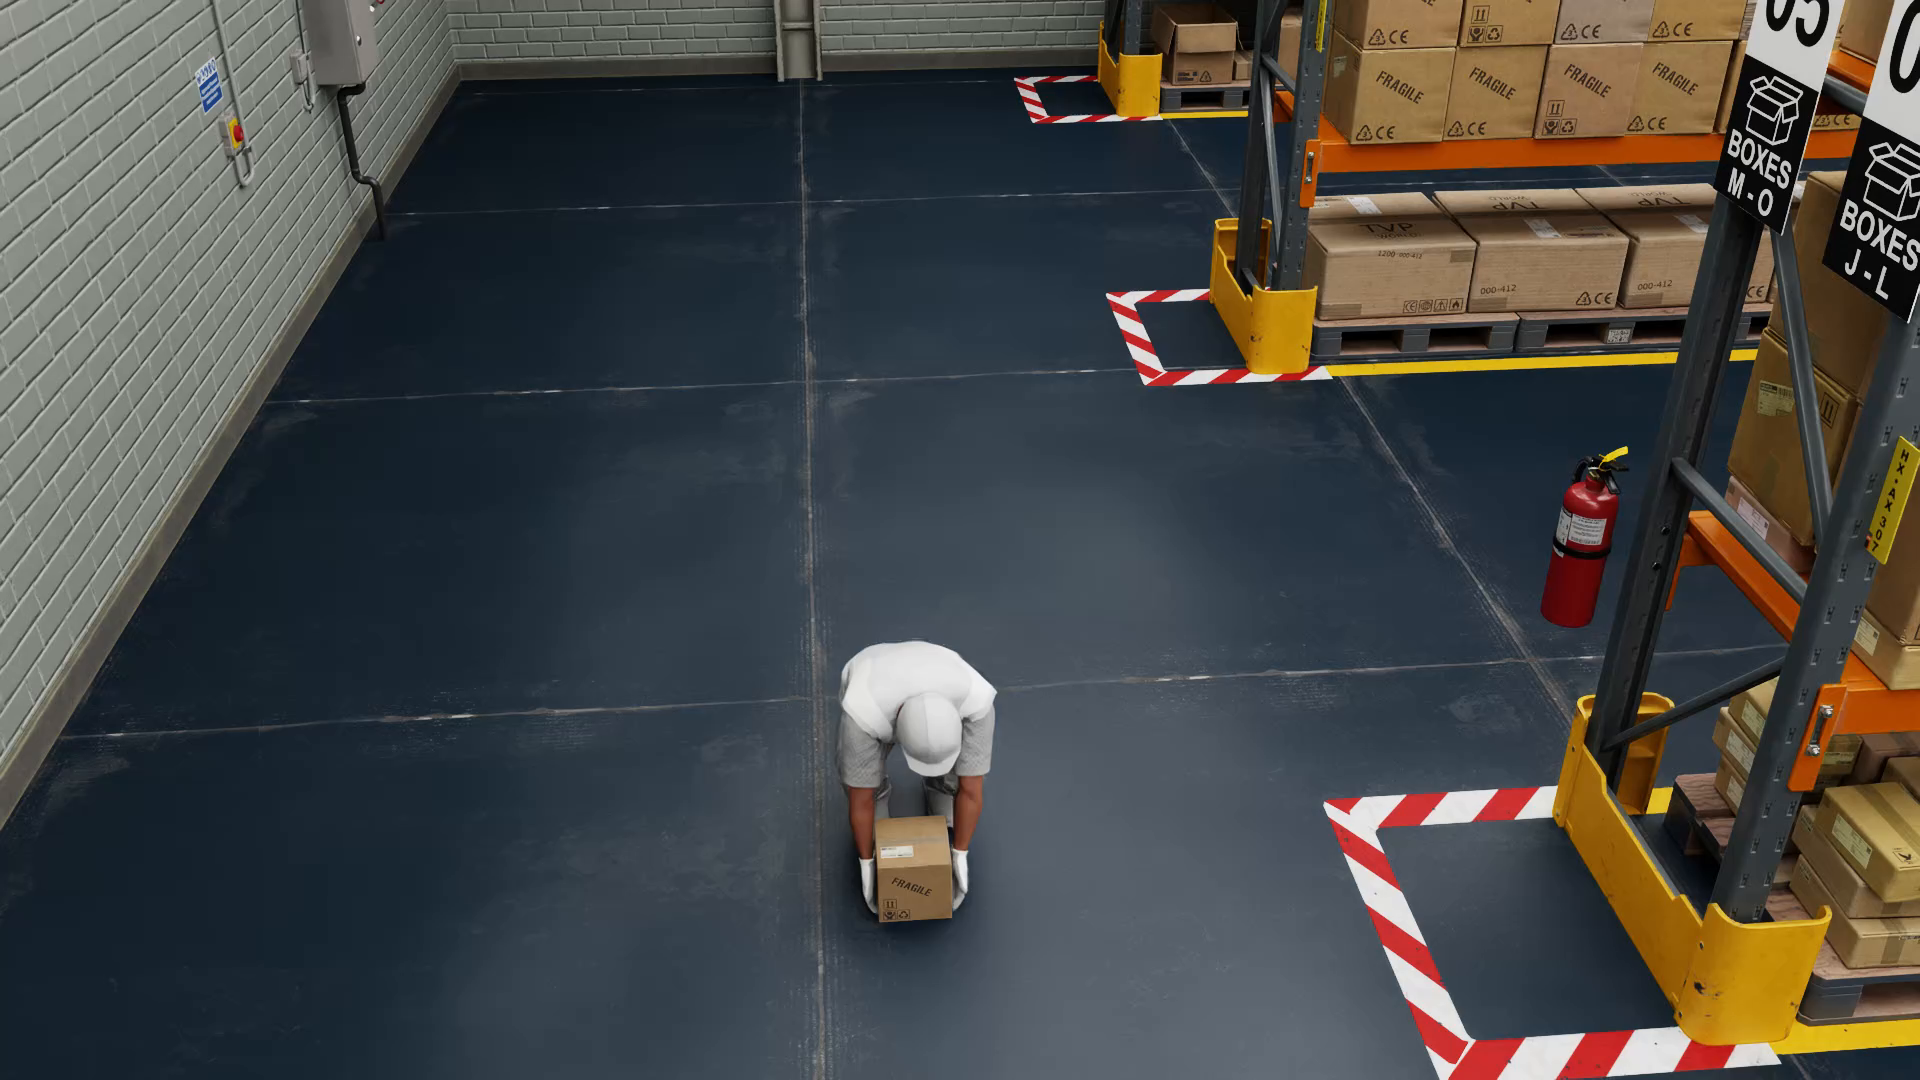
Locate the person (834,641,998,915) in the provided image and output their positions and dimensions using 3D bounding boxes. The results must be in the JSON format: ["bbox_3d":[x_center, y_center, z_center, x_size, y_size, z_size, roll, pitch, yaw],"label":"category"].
[{"bbox_3d":[-0.162,0.718,5.859,0.569,0.884,0.912,-3,31,-5],"label":"person"}]
